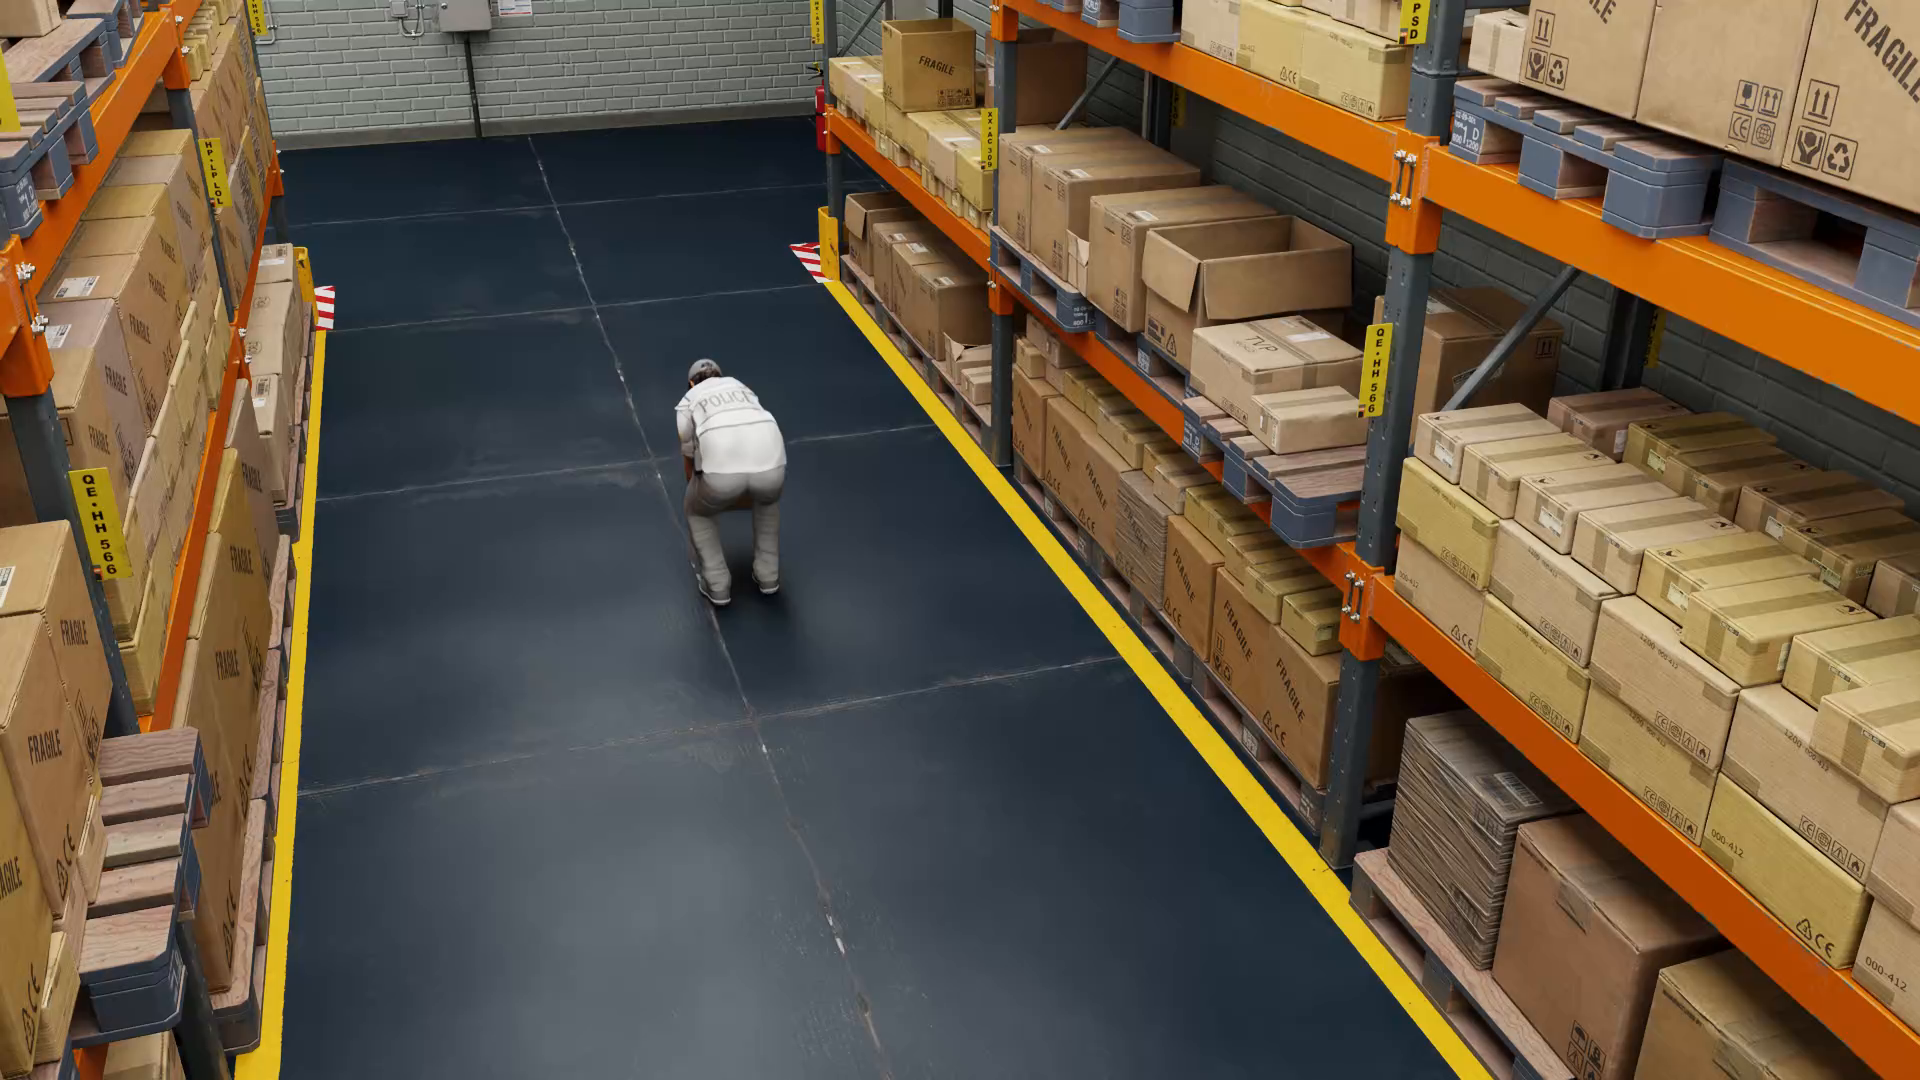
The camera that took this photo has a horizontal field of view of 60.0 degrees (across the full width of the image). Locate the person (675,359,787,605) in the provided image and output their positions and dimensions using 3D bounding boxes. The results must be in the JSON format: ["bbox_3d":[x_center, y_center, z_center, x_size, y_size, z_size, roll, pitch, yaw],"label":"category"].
[{"bbox_3d":[-1.158,-0.282,8.347,0.499,1.073,0.934,-10,28,-18],"label":"person"}]
